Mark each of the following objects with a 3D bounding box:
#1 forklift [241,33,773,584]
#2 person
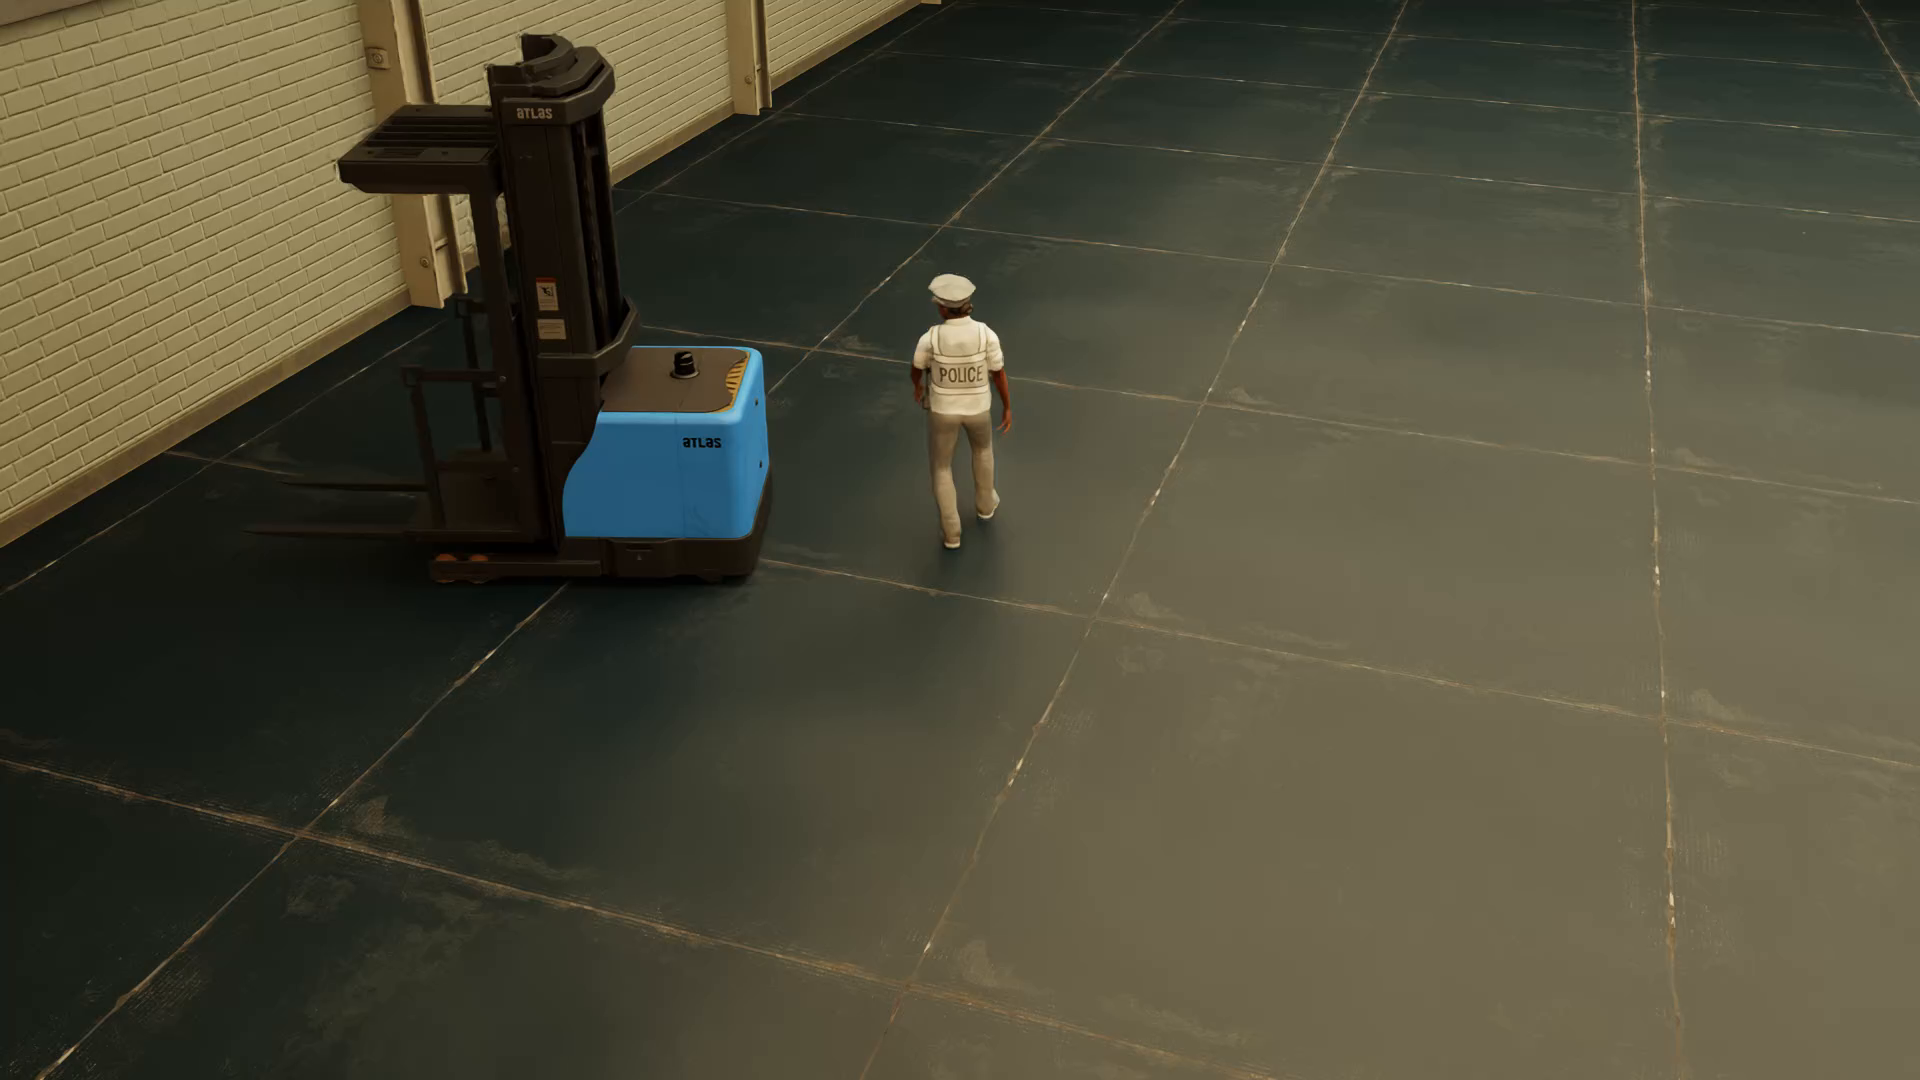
[{"bbox_3d":[-2.693,-1.281,9.385,3.031,2.935,1.130,1,30,1],"label":"forklift"},{"bbox_3d":[0.012,-0.795,9.864,0.568,1.623,0.605,-6,30,-10],"label":"person"}]
